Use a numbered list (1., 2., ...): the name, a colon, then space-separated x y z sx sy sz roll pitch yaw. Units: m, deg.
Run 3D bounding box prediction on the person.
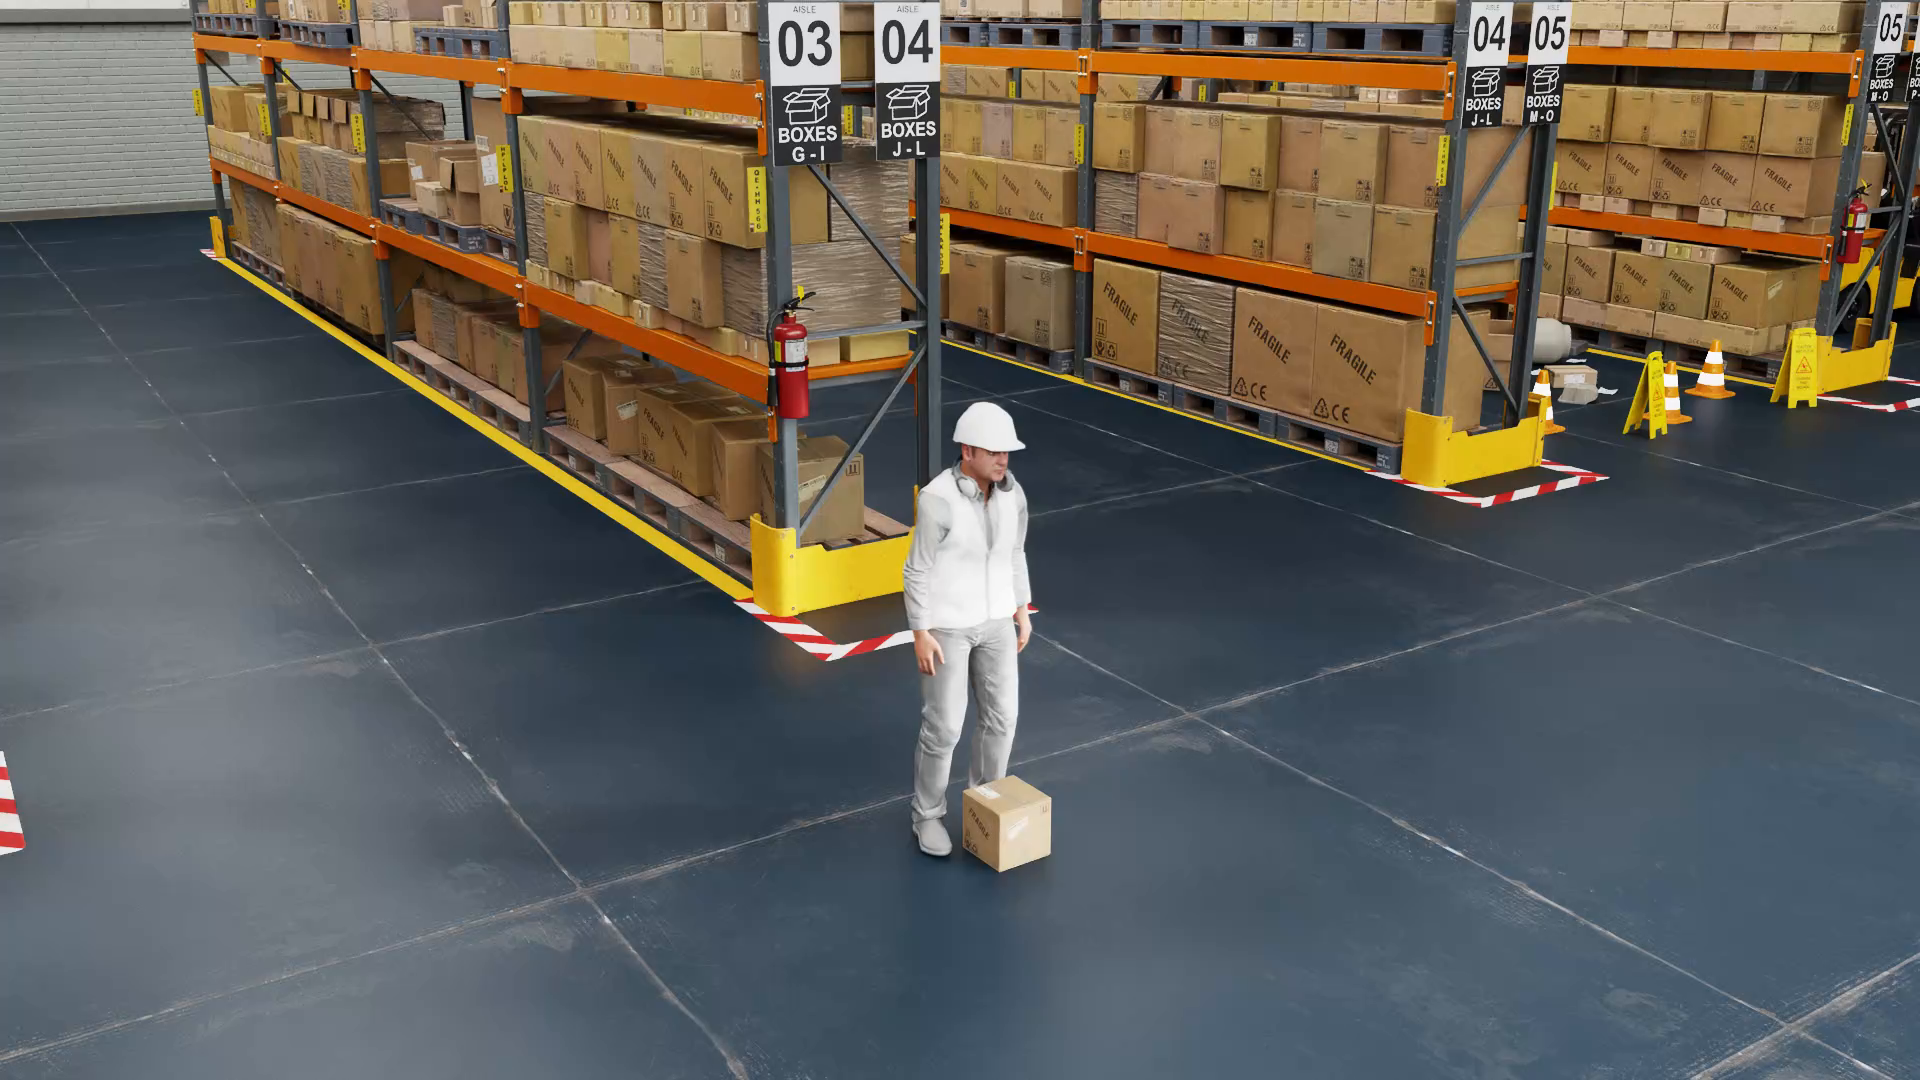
1. person: 0.043 0.323 6.514 0.593 1.771 0.475 -13 22 -35
